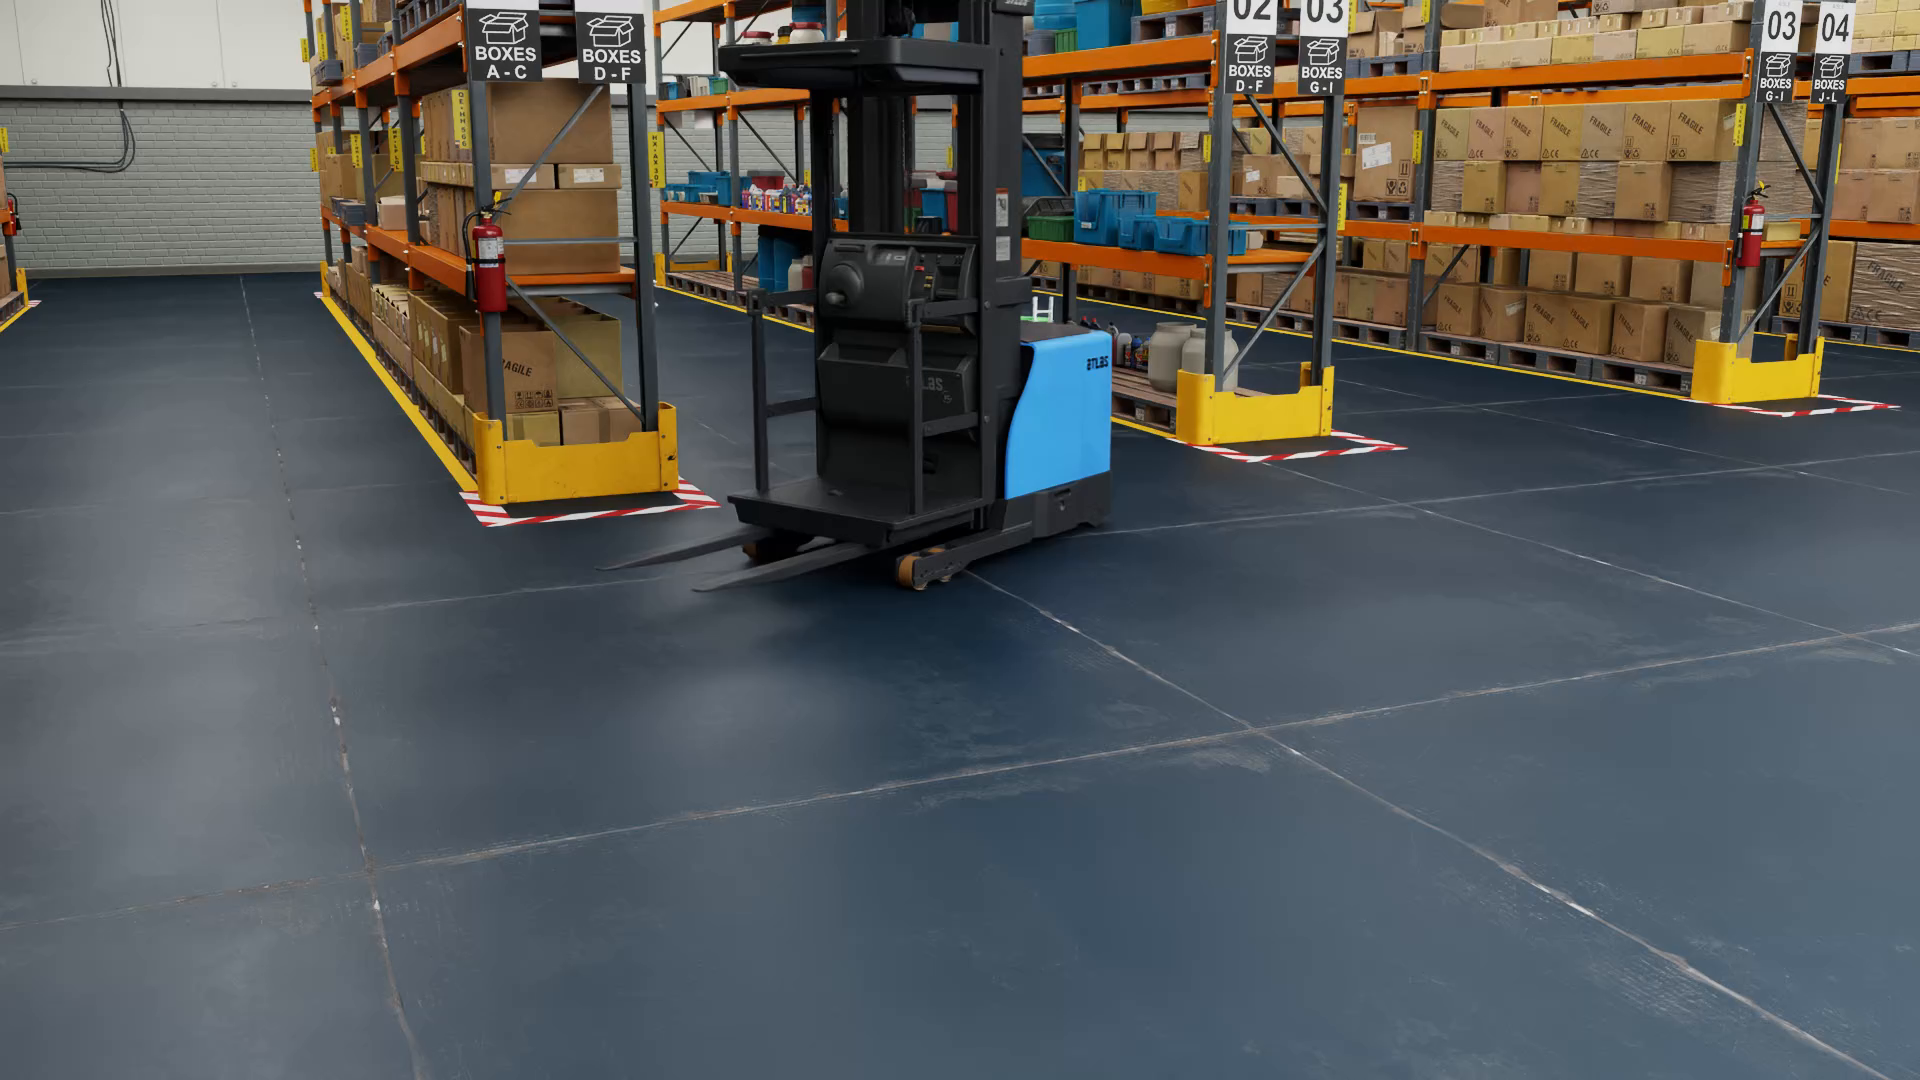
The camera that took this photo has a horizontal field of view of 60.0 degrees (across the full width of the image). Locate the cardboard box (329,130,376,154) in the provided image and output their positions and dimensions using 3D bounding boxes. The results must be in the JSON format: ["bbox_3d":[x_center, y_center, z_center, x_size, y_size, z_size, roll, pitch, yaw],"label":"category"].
[{"bbox_3d":[-7.570,-4.853,20.745,0.500,0.500,0.500,-6,14,-23],"label":"cardboard box"}]

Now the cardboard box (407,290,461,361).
[{"bbox_3d":[-4.027,-1.689,13.020,0.500,0.500,0.500,-6,14,-23],"label":"cardboard box"}]

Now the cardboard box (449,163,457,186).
[{"bbox_3d":[-3.275,-2.503,11.373,0.380,0.149,0.250,-6,14,-24],"label":"cardboard box"}]

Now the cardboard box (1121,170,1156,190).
[{"bbox_3d":[2.517,-4.747,22.508,0.500,0.500,0.500,-5,14,-22],"label":"cardboard box"}]

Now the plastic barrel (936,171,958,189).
[{"bbox_3d":[-0.035,-3.554,17.273,0.433,0.535,0.433,0,13,0],"label":"plastic barrel"}]

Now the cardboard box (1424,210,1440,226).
[{"bbox_3d":[4.963,-3.283,16.959,0.380,0.149,0.250,-6,14,-23],"label":"cardboard box"}]

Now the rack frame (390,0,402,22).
[{"bbox_3d":[-3.926,-5.506,12.701,1.000,3.000,0.127,-6,14,-23],"label":"rack frame"}]

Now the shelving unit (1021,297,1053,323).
[{"bbox_3d":[0.245,-0.831,9.764,0.503,1.200,0.258,7,11,27],"label":"shelving unit"}]

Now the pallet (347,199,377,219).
[{"bbox_3d":[-6.312,-3.717,18.704,1.003,0.211,1.213,-6,14,-23],"label":"pallet"}]

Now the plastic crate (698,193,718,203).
[{"bbox_3d":[-3.564,-4.916,23.909,0.293,0.136,0.466,-6,14,-23],"label":"plastic crate"}]

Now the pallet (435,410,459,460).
[{"bbox_3d":[-3.153,-0.804,11.875,1.003,0.211,1.213,-6,14,-23],"label":"pallet"}]

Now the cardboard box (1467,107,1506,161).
[{"bbox_3d":[5.301,-3.939,16.136,0.500,0.500,0.500,-6,14,-23],"label":"cardboard box"}]

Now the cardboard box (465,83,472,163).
[{"bbox_3d":[-2.736,-2.654,10.586,0.700,0.500,0.500,-6,14,-24],"label":"cardboard box"}]

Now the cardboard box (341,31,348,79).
[{"bbox_3d":[-6.147,-5.219,17.895,0.910,0.500,0.500,-6,14,-23],"label":"cardboard box"}]

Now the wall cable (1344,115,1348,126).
[{"bbox_3d":[8.440,-8.640,37.294,0.588,1.984,0.122,-6,14,-23],"label":"wall cable"}]

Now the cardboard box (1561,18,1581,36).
[{"bbox_3d":[5.691,-4.648,15.098,0.380,0.149,0.250,-5,14,-22],"label":"cardboard box"}]

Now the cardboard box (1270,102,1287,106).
[{"bbox_3d":[5.498,-7.334,27.585,0.500,0.250,0.500,-6,14,-23],"label":"cardboard box"}]

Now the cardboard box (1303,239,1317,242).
[{"bbox_3d":[5.874,-4.873,27.344,0.380,0.149,0.250,-5,14,-21],"label":"cardboard box"}]

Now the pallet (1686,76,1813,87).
[{"bbox_3d":[9.325,-5.457,19.568,0.805,0.209,1.217,-6,14,-25],"label":"pallet"}]

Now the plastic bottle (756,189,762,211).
[{"bbox_3d":[-2.586,-4.388,21.461,0.097,0.271,0.097,0,13,0],"label":"plastic bottle"}]

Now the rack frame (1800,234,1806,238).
[{"bbox_3d":[12.630,-5.198,24.679,1.000,3.000,0.127,-6,14,-23],"label":"rack frame"}]

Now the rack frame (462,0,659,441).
[{"bbox_3d":[-2.324,-1.757,9.807,1.000,3.000,0.127,-6,14,-23],"label":"rack frame"}]

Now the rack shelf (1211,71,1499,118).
[{"bbox_3d":[4.351,-5.001,18.769,1.077,0.370,4.000,-6,14,-23],"label":"rack shelf"}]

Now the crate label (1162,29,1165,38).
[{"bbox_3d":[1.769,-4.009,13.215,0.502,0.251,0.408,-6,14,-23],"label":"crate label"}]

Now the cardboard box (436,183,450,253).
[{"bbox_3d":[-3.525,-2.432,12.505,0.700,0.500,0.500,-6,14,-24],"label":"cardboard box"}]

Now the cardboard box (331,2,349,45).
[{"bbox_3d":[-7.360,-6.330,20.476,0.700,0.500,0.500,-6,14,-23],"label":"cardboard box"}]

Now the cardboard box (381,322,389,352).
[{"bbox_3d":[-5.172,-1.929,15.719,0.500,0.250,0.500,-6,14,-24],"label":"cardboard box"}]

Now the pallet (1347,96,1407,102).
[{"bbox_3d":[6.682,-6.790,25.317,1.213,0.211,1.003,-6,14,-23],"label":"pallet"}]

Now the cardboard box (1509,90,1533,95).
[{"bbox_3d":[7.674,-6.336,22.718,0.500,0.500,0.500,-6,14,-23],"label":"cardboard box"}]

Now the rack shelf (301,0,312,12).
[{"bbox_3d":[-7.932,-7.220,21.709,1.077,0.370,4.000,-6,14,-23],"label":"rack shelf"}]

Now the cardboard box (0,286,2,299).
[{"bbox_3d":[-12.496,-3.258,20.906,0.700,0.500,0.500,-6,14,-25],"label":"cardboard box"}]

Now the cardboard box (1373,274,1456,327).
[{"bbox_3d":[4.926,-2.602,18.029,0.700,0.500,0.500,-7,15,-27],"label":"cardboard box"}]

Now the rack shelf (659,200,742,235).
[{"bbox_3d":[-3.392,-4.745,24.315,1.077,0.370,4.000,-6,14,-23],"label":"rack shelf"}]

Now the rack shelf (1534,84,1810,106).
[{"bbox_3d":[8.936,-5.428,20.614,1.077,0.370,4.000,-6,14,-23],"label":"rack shelf"}]

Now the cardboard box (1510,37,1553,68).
[{"bbox_3d":[5.504,-4.537,15.499,0.500,0.250,0.500,-6,14,-25],"label":"cardboard box"}]

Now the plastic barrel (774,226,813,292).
[{"bbox_3d":[-2.105,-3.604,21.514,0.600,0.901,0.708,-6,14,-23],"label":"plastic barrel"}]

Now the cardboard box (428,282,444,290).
[{"bbox_3d":[-5.093,-2.462,16.776,0.500,0.311,0.500,-5,14,-21],"label":"cardboard box"}]

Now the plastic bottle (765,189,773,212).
[{"bbox_3d":[-2.383,-4.301,21.074,0.152,0.276,0.135,-6,14,-23],"label":"plastic bottle"}]

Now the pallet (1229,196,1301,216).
[{"bbox_3d":[3.933,-4.072,20.238,1.213,0.211,1.003,-6,14,-23],"label":"pallet"}]

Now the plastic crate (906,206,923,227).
[{"bbox_3d":[-0.342,-3.261,16.776,0.450,0.188,0.662,-6,14,-23],"label":"plastic crate"}]

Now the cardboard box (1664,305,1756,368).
[{"bbox_3d":[6.520,-1.768,14.468,0.500,0.500,0.500,-3,13,-13],"label":"cardboard box"}]

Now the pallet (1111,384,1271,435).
[{"bbox_3d":[1.822,-1.024,12.828,1.003,0.211,1.213,-6,14,-23],"label":"pallet"}]

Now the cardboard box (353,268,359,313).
[{"bbox_3d":[-6.743,-2.897,19.304,0.500,0.500,0.500,-5,14,-22],"label":"cardboard box"}]

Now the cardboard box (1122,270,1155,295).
[{"bbox_3d":[2.943,-3.802,22.426,1.225,0.875,0.875,-6,14,-23],"label":"cardboard box"}]

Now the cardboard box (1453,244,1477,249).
[{"bbox_3d":[7.409,-4.304,23.761,0.500,0.250,0.500,-5,14,-22],"label":"cardboard box"}]

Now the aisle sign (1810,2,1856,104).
[{"bbox_3d":[7.054,-3.931,13.438,0.394,0.787,0.004,-6,14,-23],"label":"aisle sign"}]

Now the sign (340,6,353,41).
[{"bbox_3d":[-6.026,-5.074,16.342,0.100,0.325,0.005,-6,14,-23],"label":"sign"}]

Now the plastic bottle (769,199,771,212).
[{"bbox_3d":[-2.362,-4.238,20.969,0.097,0.201,0.097,0,13,0],"label":"plastic bottle"}]

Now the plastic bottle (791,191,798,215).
[{"bbox_3d":[-1.999,-4.080,20.106,0.061,0.283,0.133,-6,14,-23],"label":"plastic bottle"}]

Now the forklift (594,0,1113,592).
[{"bbox_3d":[-0.443,-1.315,8.051,1.130,2.935,3.031,10,16,36],"label":"forklift"}]

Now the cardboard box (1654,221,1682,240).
[{"bbox_3d":[6.204,-2.667,14.298,0.380,0.149,0.250,-6,14,-23],"label":"cardboard box"}]

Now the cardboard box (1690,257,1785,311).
[{"bbox_3d":[9.406,-3.133,19.811,1.050,0.750,0.750,-6,14,-23],"label":"cardboard box"}]

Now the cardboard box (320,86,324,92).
[{"bbox_3d":[-7.968,-5.907,21.421,0.500,0.250,0.500,-6,14,-23],"label":"cardboard box"}]

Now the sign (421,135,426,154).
[{"bbox_3d":[-6.624,-4.851,20.608,0.100,0.325,0.005,-6,14,-23],"label":"sign"}]

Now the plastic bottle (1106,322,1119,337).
[{"bbox_3d":[1.342,-1.740,14.635,0.144,0.351,0.185,-6,14,-23],"label":"plastic bottle"}]
